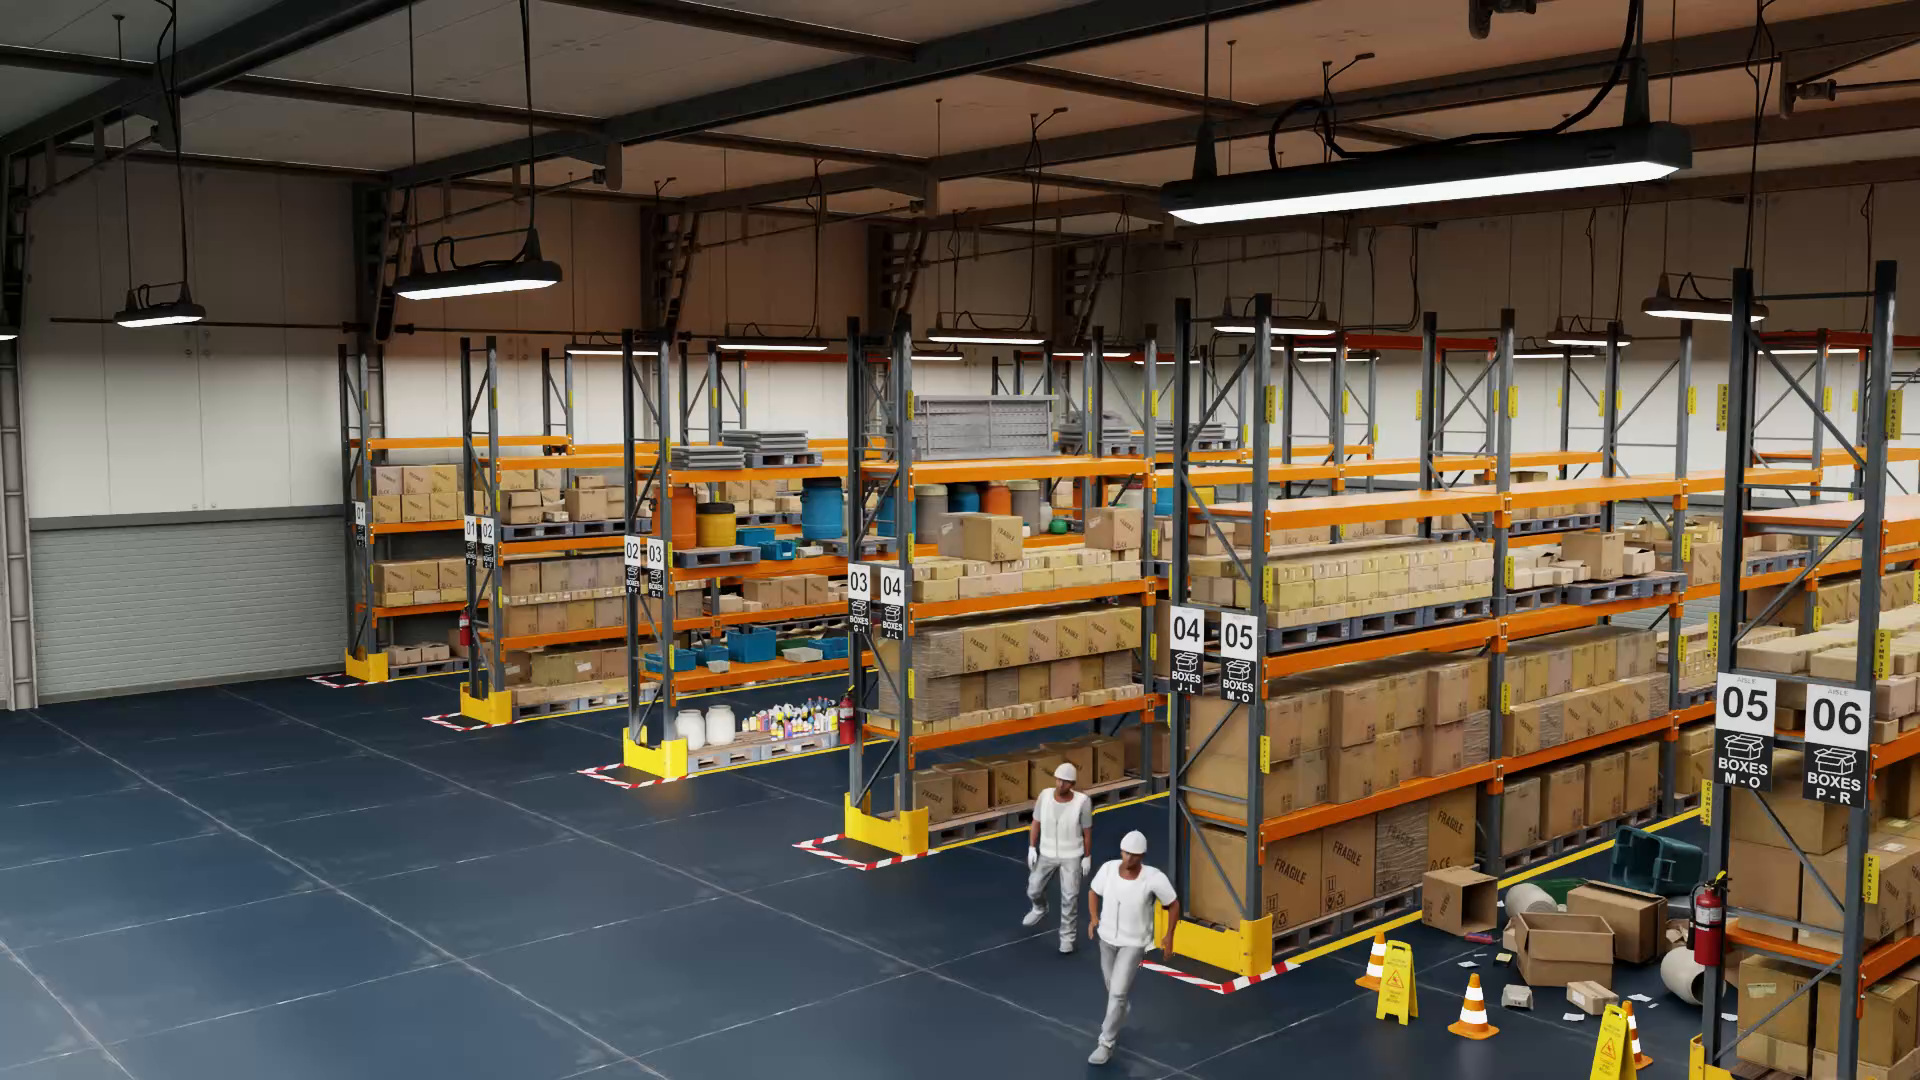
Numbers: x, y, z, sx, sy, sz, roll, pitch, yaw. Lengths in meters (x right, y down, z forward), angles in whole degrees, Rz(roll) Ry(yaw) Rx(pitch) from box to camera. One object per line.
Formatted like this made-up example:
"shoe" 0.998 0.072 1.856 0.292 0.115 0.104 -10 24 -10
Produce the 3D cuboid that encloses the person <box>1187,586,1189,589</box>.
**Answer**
"person" 5.275 0.984 37.430 0.738 1.669 0.616 -1 5 -14

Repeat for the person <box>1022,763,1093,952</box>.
"person" 0.898 2.901 15.505 0.735 1.755 0.629 2 5 19

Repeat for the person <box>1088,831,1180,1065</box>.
"person" 1.297 3.103 12.881 0.737 1.742 0.949 3 6 31
